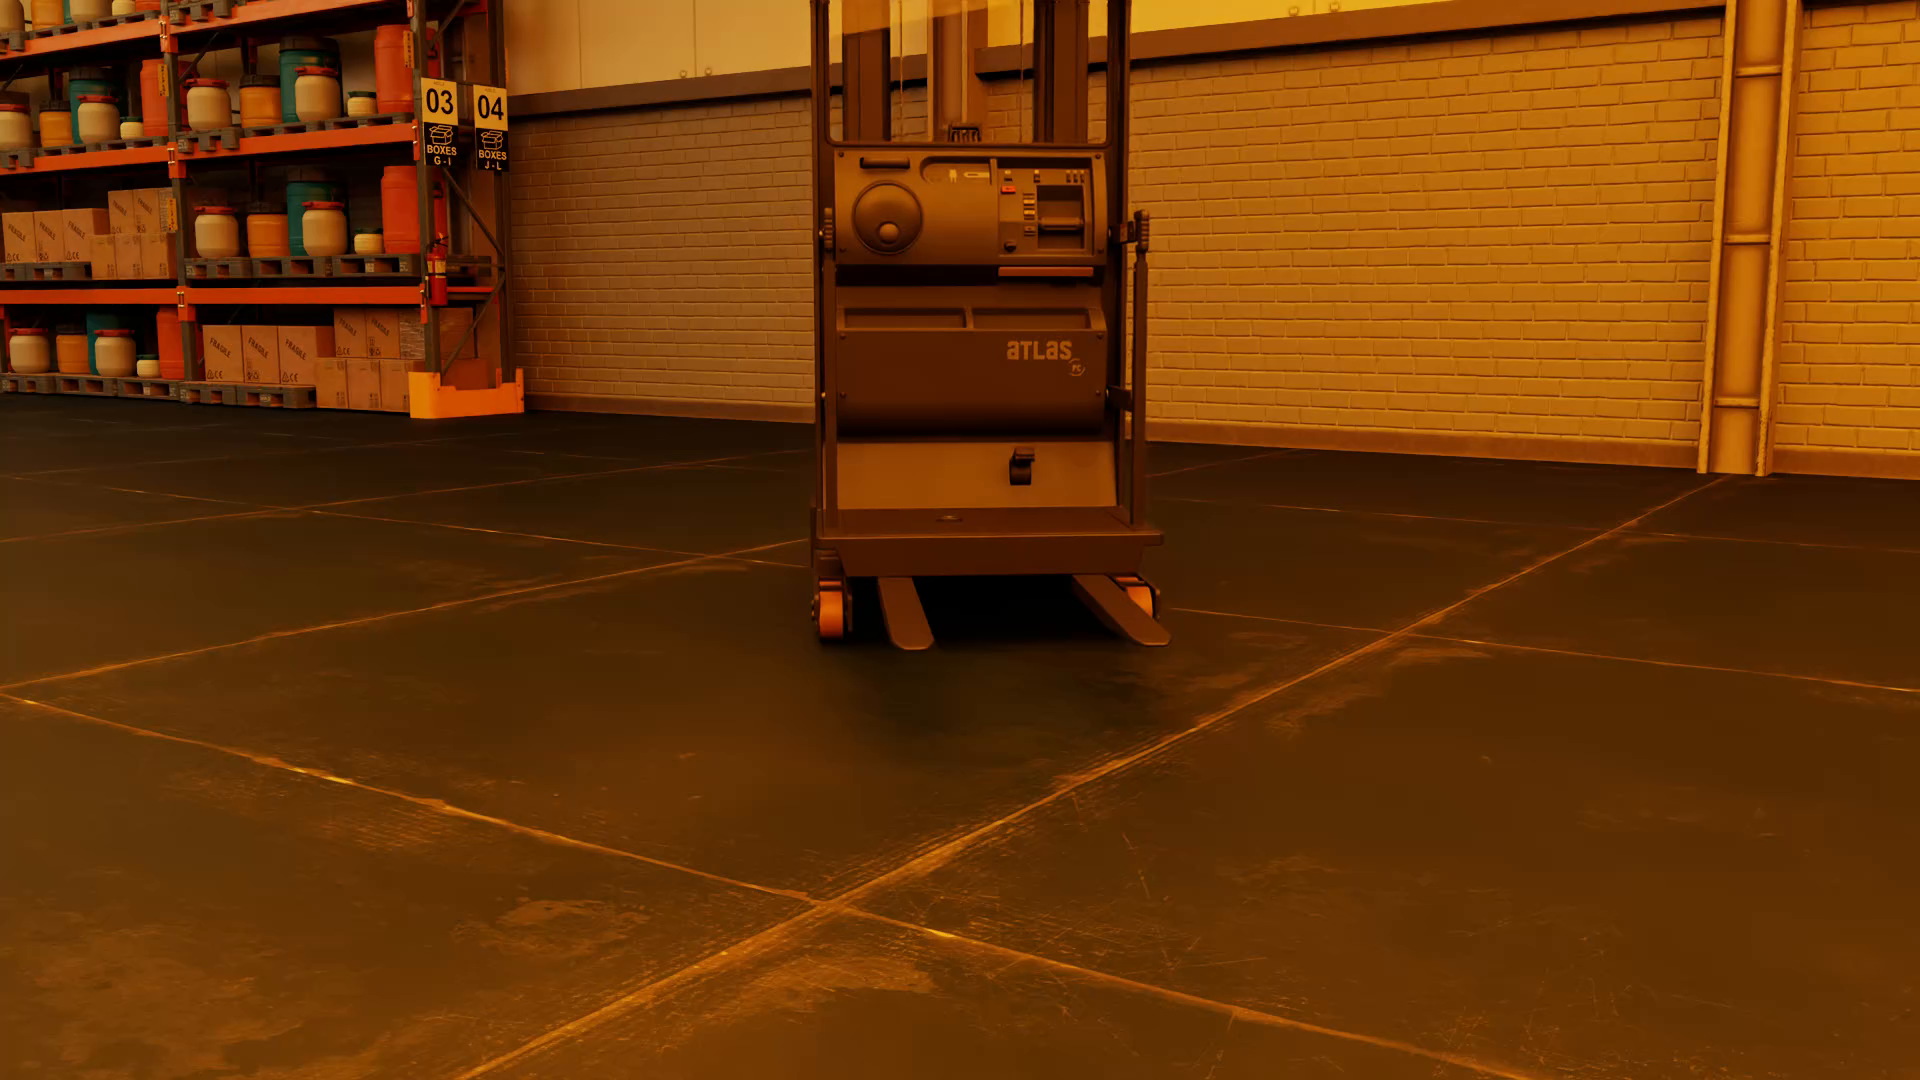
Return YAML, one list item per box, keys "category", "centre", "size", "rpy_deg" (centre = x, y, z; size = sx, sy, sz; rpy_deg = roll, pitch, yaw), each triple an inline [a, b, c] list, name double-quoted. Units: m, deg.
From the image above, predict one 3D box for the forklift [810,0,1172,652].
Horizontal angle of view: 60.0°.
- category: "forklift"
  centre: [0.058, -1.177, 5.468]
  size: [1.130, 2.935, 3.031]
  rpy_deg: [-1, 8, -5]
